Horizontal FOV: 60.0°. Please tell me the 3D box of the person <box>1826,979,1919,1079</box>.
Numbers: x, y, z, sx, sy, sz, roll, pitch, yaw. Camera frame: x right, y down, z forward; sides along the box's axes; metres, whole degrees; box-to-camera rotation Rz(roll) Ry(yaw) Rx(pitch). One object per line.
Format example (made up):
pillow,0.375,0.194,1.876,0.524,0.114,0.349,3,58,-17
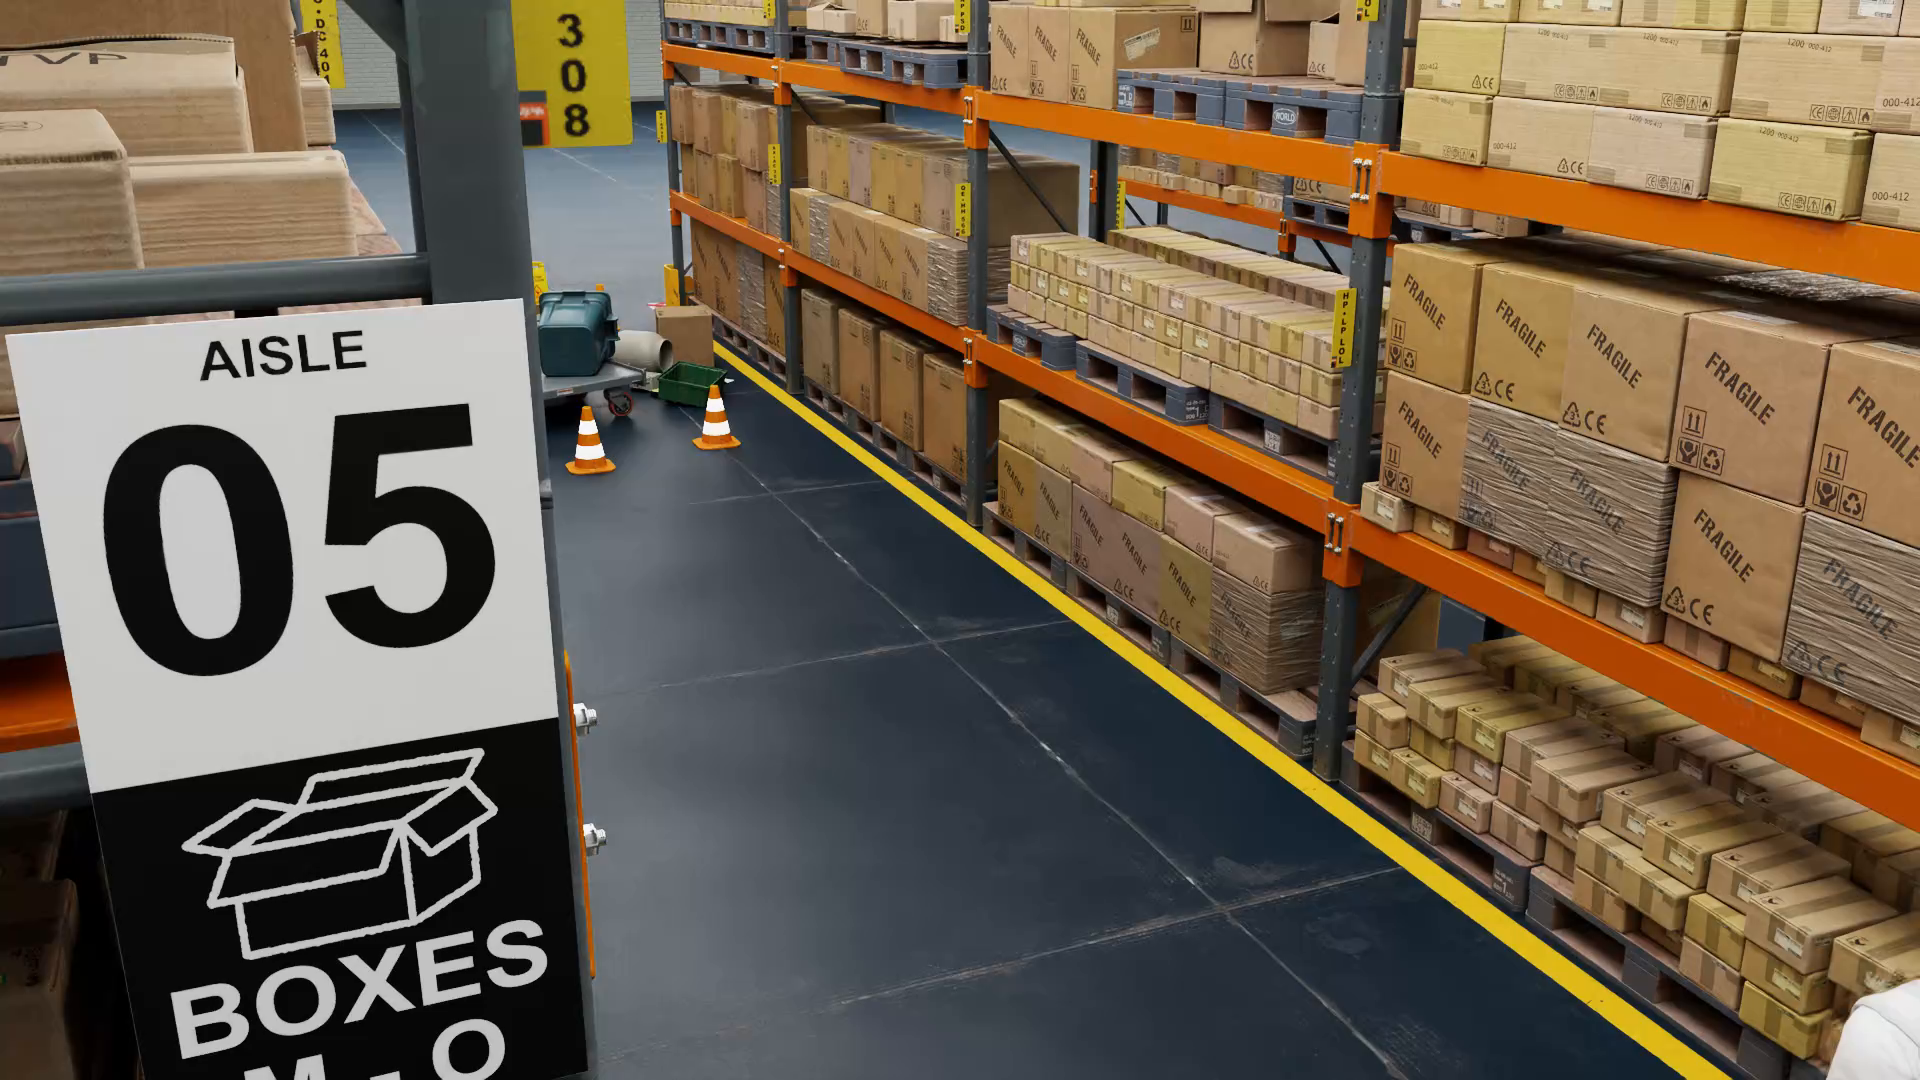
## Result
person,2.092,1.546,3.513,0.623,1.836,0.564,-6,20,-17
